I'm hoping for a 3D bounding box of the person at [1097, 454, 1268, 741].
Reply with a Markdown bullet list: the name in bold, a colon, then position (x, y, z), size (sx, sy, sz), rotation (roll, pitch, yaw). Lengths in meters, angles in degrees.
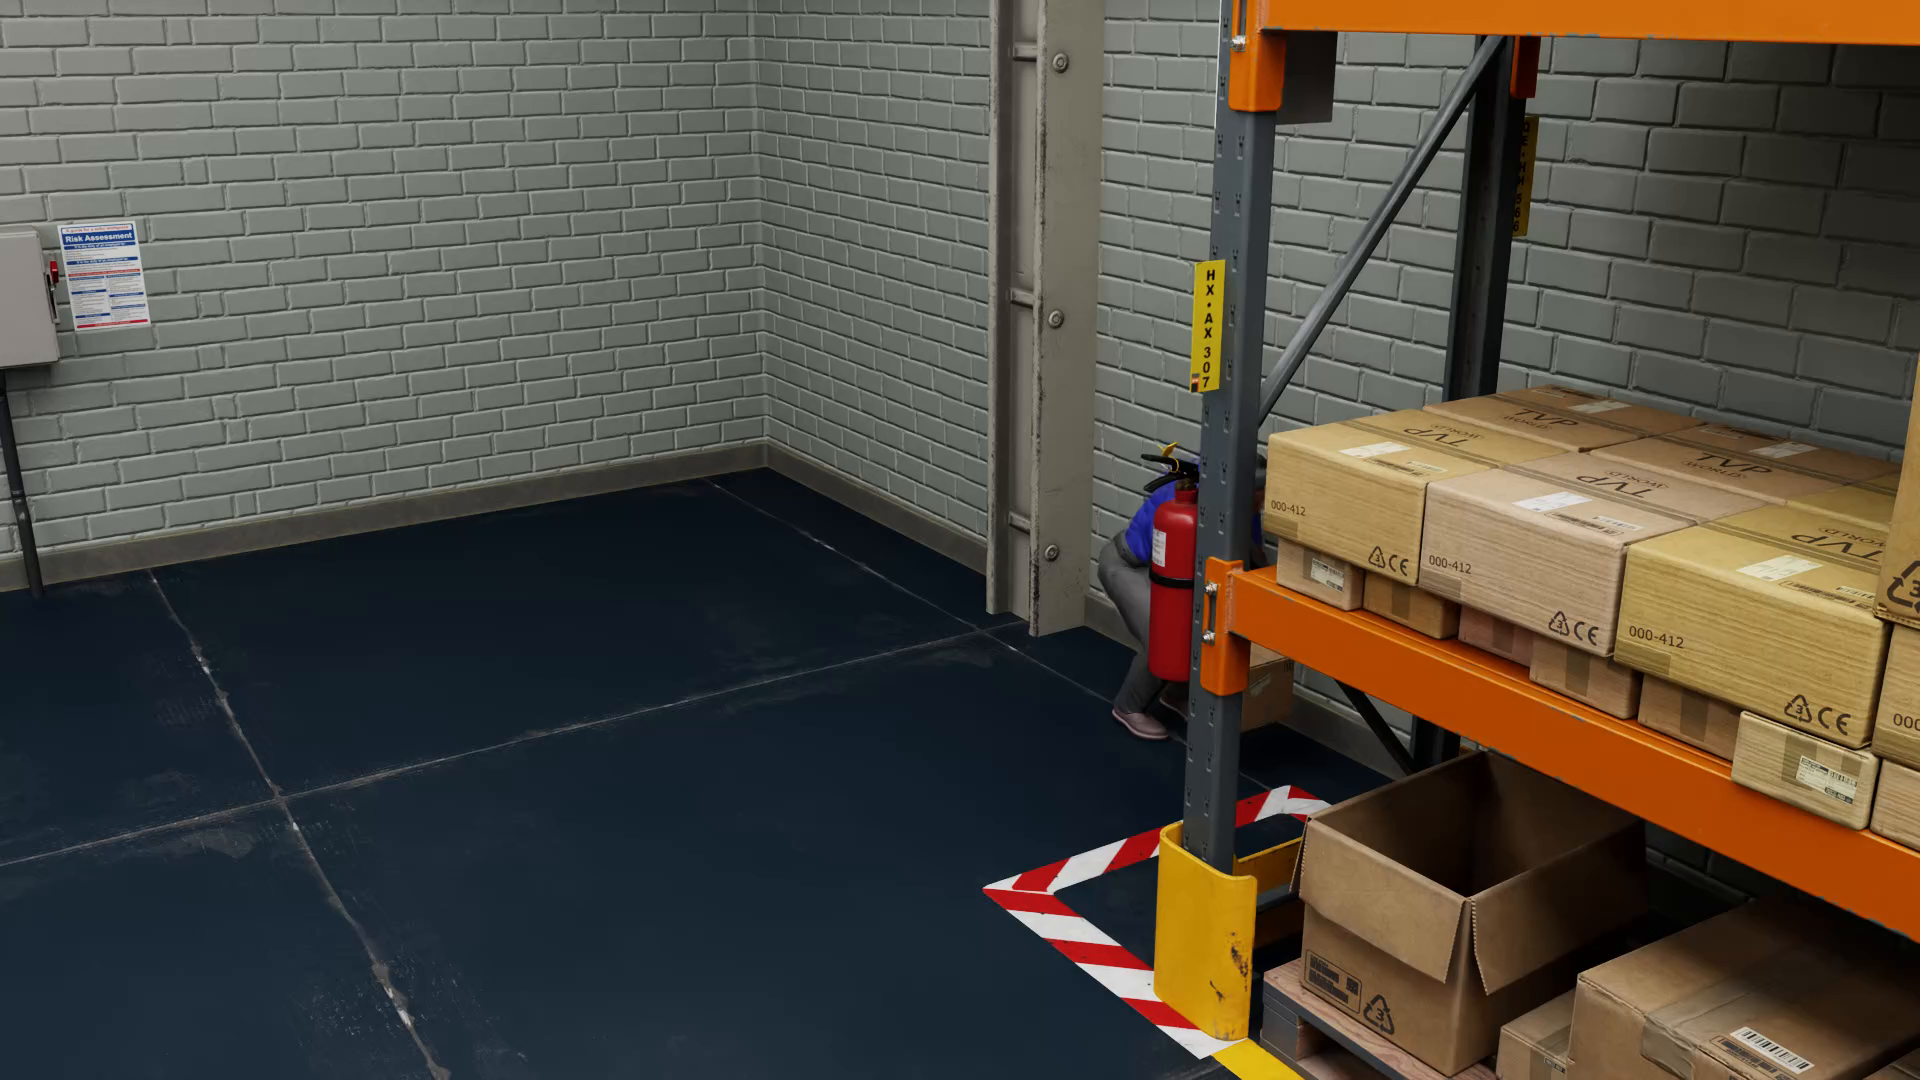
- **person**: position (0.874, 0.178, 6.319), size (0.501, 1.168, 0.726), rotation (-12, 22, -32)
